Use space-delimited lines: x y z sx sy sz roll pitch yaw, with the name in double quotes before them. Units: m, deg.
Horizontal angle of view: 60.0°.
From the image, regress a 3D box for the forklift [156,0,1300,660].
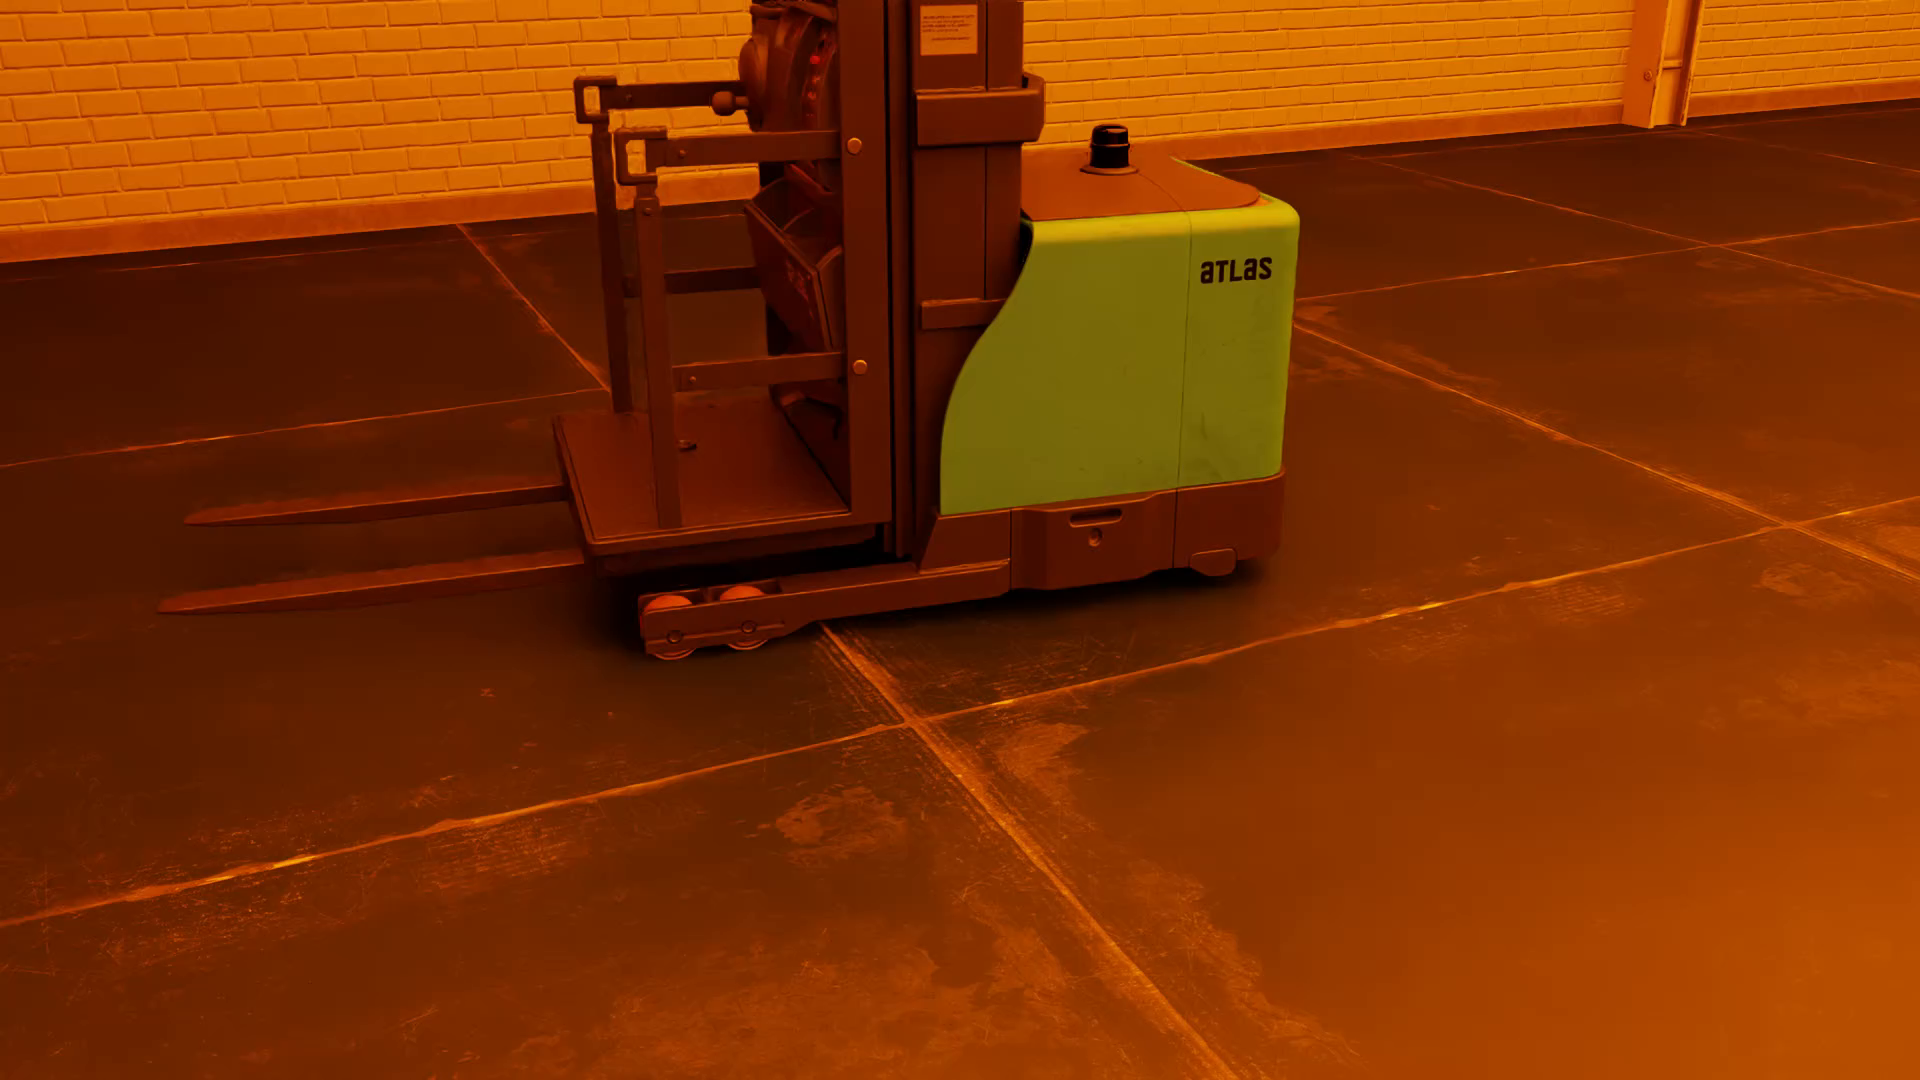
"forklift" -0.638 -1.266 4.334 3.031 2.935 1.130 -7 24 -16
